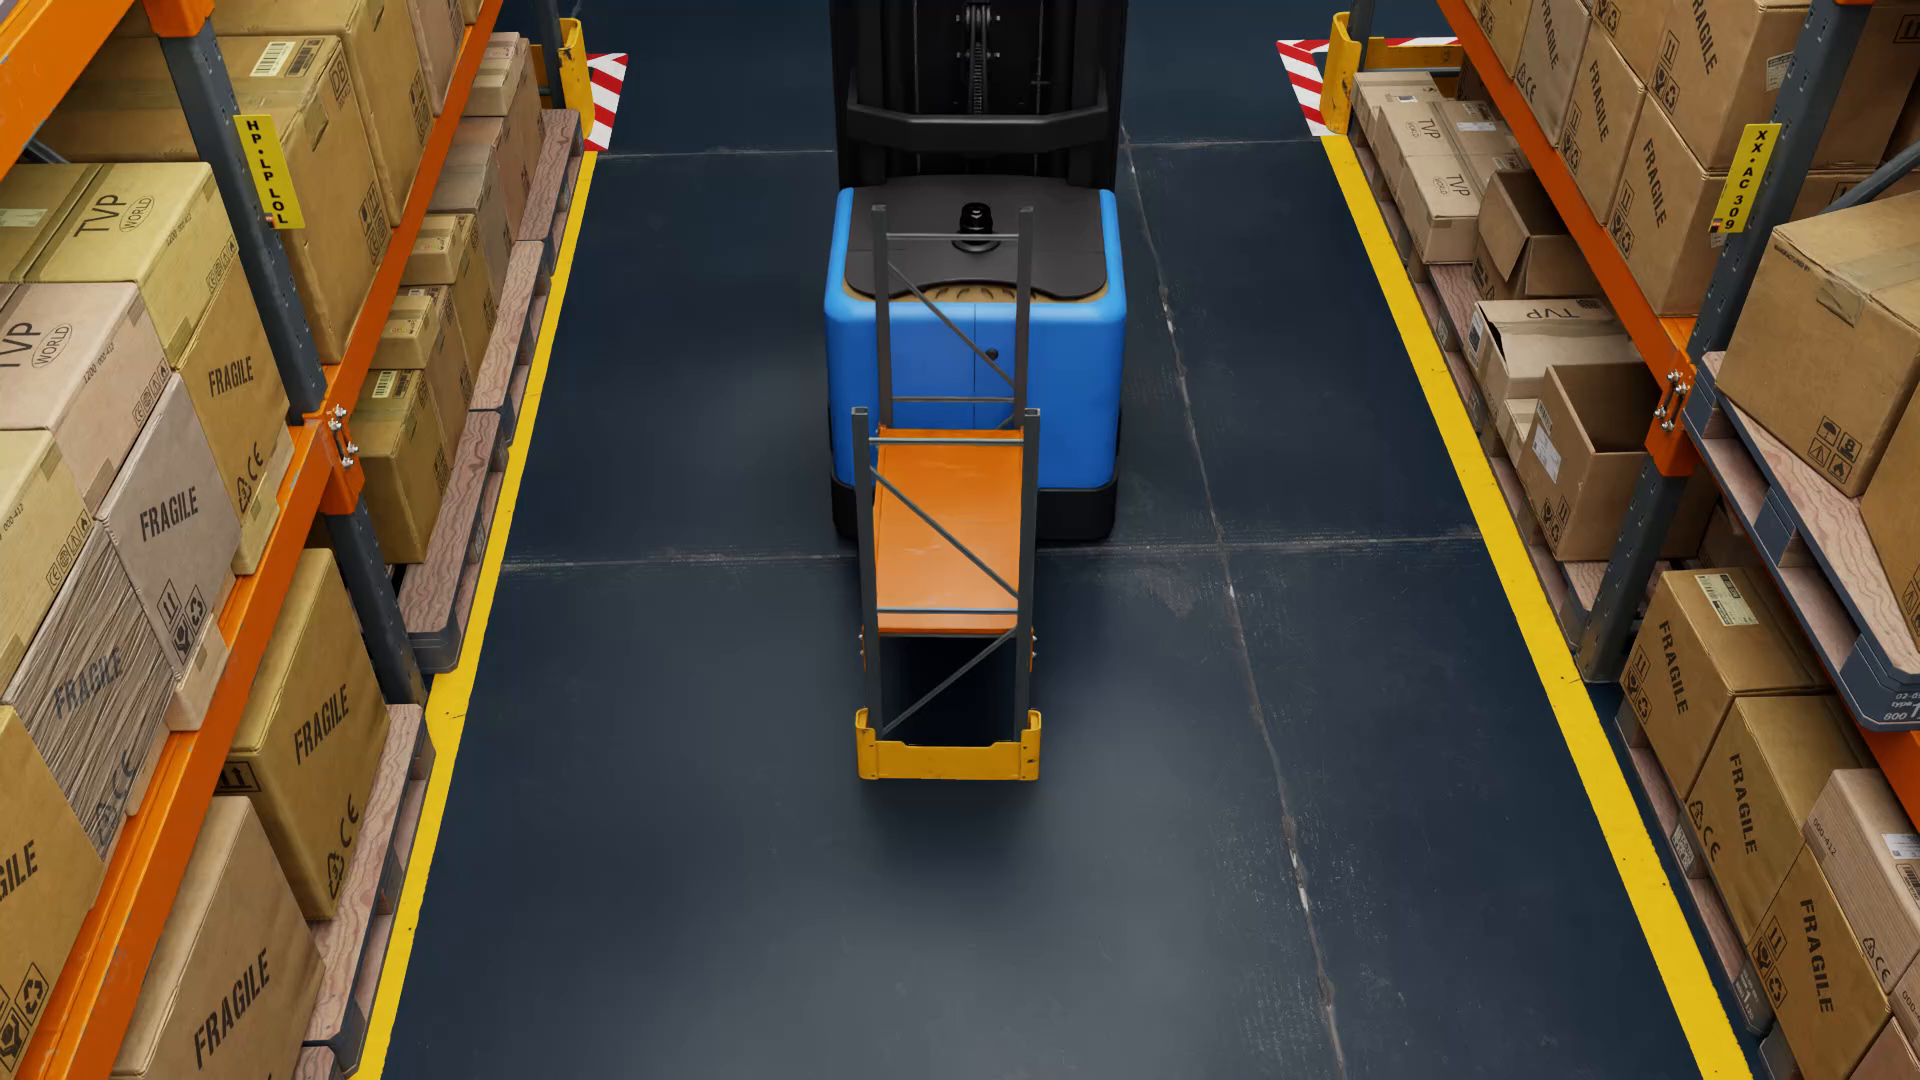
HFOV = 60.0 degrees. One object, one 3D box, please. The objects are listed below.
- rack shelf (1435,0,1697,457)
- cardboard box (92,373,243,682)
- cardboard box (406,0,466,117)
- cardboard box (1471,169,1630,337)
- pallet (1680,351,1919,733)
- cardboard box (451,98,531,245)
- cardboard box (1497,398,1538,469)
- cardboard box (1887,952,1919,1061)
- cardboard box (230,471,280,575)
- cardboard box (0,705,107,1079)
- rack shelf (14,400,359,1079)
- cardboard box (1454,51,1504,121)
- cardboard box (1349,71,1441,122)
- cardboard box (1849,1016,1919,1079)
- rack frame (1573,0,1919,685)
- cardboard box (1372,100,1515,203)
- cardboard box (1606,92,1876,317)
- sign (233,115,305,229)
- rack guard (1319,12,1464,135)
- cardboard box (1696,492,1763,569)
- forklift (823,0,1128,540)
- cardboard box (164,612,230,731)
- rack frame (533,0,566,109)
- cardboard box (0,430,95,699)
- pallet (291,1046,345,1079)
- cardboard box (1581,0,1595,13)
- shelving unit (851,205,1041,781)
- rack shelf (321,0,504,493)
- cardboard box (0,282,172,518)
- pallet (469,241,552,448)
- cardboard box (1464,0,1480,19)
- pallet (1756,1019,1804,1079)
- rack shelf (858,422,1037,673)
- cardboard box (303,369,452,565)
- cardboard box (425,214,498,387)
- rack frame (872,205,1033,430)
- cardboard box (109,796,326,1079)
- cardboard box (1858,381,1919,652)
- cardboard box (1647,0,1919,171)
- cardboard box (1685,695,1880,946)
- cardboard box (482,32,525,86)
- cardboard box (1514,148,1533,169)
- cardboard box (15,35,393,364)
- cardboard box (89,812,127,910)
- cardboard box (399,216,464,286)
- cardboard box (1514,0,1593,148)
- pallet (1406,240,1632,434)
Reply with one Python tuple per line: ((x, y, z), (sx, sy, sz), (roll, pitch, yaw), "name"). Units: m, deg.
((2.554, -1.749, 6.470), (1.077, 0.370, 4.000), (-2, 43, -2), "rack shelf")
((-2.007, -0.024, 3.748), (0.500, 0.500, 0.500), (-1, 43, -1), "cardboard box")
((-2.383, -1.980, 5.968), (0.980, 0.700, 0.700), (-4, 43, -4), "cardboard box")
((2.554, -1.174, 6.833), (0.797, 0.503, 0.637), (-2, 43, -2), "cardboard box")
((2.563, -0.050, 4.227), (1.003, 0.211, 1.213), (-2, 43, -2), "pallet")
((-2.329, -1.645, 7.364), (0.700, 0.500, 0.500), (-2, 43, -2), "cardboard box")
((2.255, -0.403, 6.254), (0.380, 0.149, 0.250), (-2, 43, -2), "cardboard box")
((2.480, 1.166, 3.727), (0.500, 0.250, 0.500), (-2, 43, -3), "cardboard box")
((-1.979, -0.044, 4.249), (0.380, 0.149, 0.250), (-1, 43, -1), "cardboard box")
((-1.968, 0.652, 3.010), (0.500, 0.500, 0.500), (-1, 43, -1), "cardboard box")
((-2.226, 1.096, 3.366), (1.077, 0.370, 4.000), (-2, 43, -2), "rack shelf")
((2.738, -2.245, 8.004), (0.500, 0.500, 0.500), (-2, 43, -2), "cardboard box")
((2.143, -2.183, 8.196), (0.380, 0.149, 0.250), (-2, 43, -2), "cardboard box")
((2.484, 1.468, 3.953), (0.500, 0.500, 0.500), (-3, 43, -3), "cardboard box")
((2.639, -0.664, 4.754), (1.000, 3.000, 0.127), (-2, 43, -2), "rack frame")
((2.230, -1.800, 7.703), (0.500, 0.250, 0.500), (-2, 43, -2), "cardboard box")
((2.361, -1.031, 5.081), (0.500, 0.500, 0.500), (-1, 43, -1), "cardboard box")
((-1.769, -0.939, 4.256), (0.100, 0.325, 0.005), (-2, 43, -2), "sign")
((2.472, -2.391, 8.489), (1.175, 0.500, 0.348), (-2, 43, -2), "rack guard")
((2.837, -0.124, 5.830), (0.500, 0.311, 0.500), (-2, 43, -2), "cardboard box")
((0.070, -2.055, 6.322), (1.130, 2.935, 3.031), (1, 43, 1), "forklift")
((-1.943, 0.309, 3.864), (0.380, 0.149, 0.250), (-2, 43, -2), "cardboard box")
((-2.480, -3.219, 7.542), (1.000, 3.000, 0.127), (-2, 43, -2), "rack frame")
((-2.001, 0.048, 3.113), (0.500, 0.250, 0.500), (-1, 43, -1), "cardboard box")
((-2.148, 1.853, 4.072), (1.003, 0.211, 1.213), (-2, 43, -2), "pallet")
((2.313, -2.089, 5.495), (0.500, 0.500, 0.500), (-1, 43, -1), "cardboard box")
((-0.030, -0.138, 5.290), (0.587, 1.500, 1.083), (1, 43, 1), "shelving unit")
((-2.395, -1.604, 6.313), (1.077, 0.370, 4.000), (-2, 43, -2), "rack shelf")
((-2.023, -0.296, 3.489), (0.500, 0.250, 0.500), (-1, 43, -1), "cardboard box")
((-2.319, -0.832, 7.002), (1.003, 0.211, 1.213), (-2, 43, -2), "pallet")
((2.270, -2.407, 6.582), (0.500, 0.500, 0.500), (-2, 43, -2), "cardboard box")
((2.766, 1.738, 4.198), (1.003, 0.211, 1.213), (-2, 43, -2), "pallet")
((-0.030, 0.001, 5.405), (0.538, 0.185, 1.000), (1, 43, 1), "rack shelf")
((-2.240, -0.260, 5.853), (0.700, 0.500, 0.500), (-1, 43, -1), "cardboard box")
((-2.277, -0.946, 6.601), (0.700, 0.500, 0.500), (-1, 43, -1), "cardboard box")
((-0.024, -0.475, 5.658), (0.500, 1.500, 0.032), (1, 43, 1), "rack frame")
((-2.112, 1.154, 4.052), (0.750, 0.750, 0.750), (0, 43, 0), "cardboard box")
((2.528, -0.067, 3.718), (0.700, 0.500, 0.500), (5, 43, 5), "cardboard box")
((2.358, -1.403, 4.747), (0.500, 0.500, 0.500), (-1, 43, -2), "cardboard box")
((2.449, 0.789, 4.694), (0.500, 0.500, 0.500), (-1, 43, -1), "cardboard box")
((-2.163, -2.141, 7.425), (0.380, 0.149, 0.250), (-2, 43, -2), "cardboard box")
((2.748, -1.511, 7.387), (0.500, 0.250, 0.500), (-2, 43, -2), "cardboard box")
((-2.317, -0.996, 4.895), (0.980, 0.700, 0.700), (-1, 43, -1), "cardboard box")
((-2.003, 0.645, 3.497), (0.380, 0.149, 0.250), (-3, 43, -3), "cardboard box")
((-2.094, -1.088, 6.276), (0.380, 0.149, 0.250), (-3, 43, -3), "cardboard box")
((2.314, -1.725, 5.839), (0.500, 0.500, 0.500), (-1, 43, -1), "cardboard box")
((2.556, -0.925, 7.103), (1.003, 0.211, 1.213), (-2, 43, -2), "pallet")
